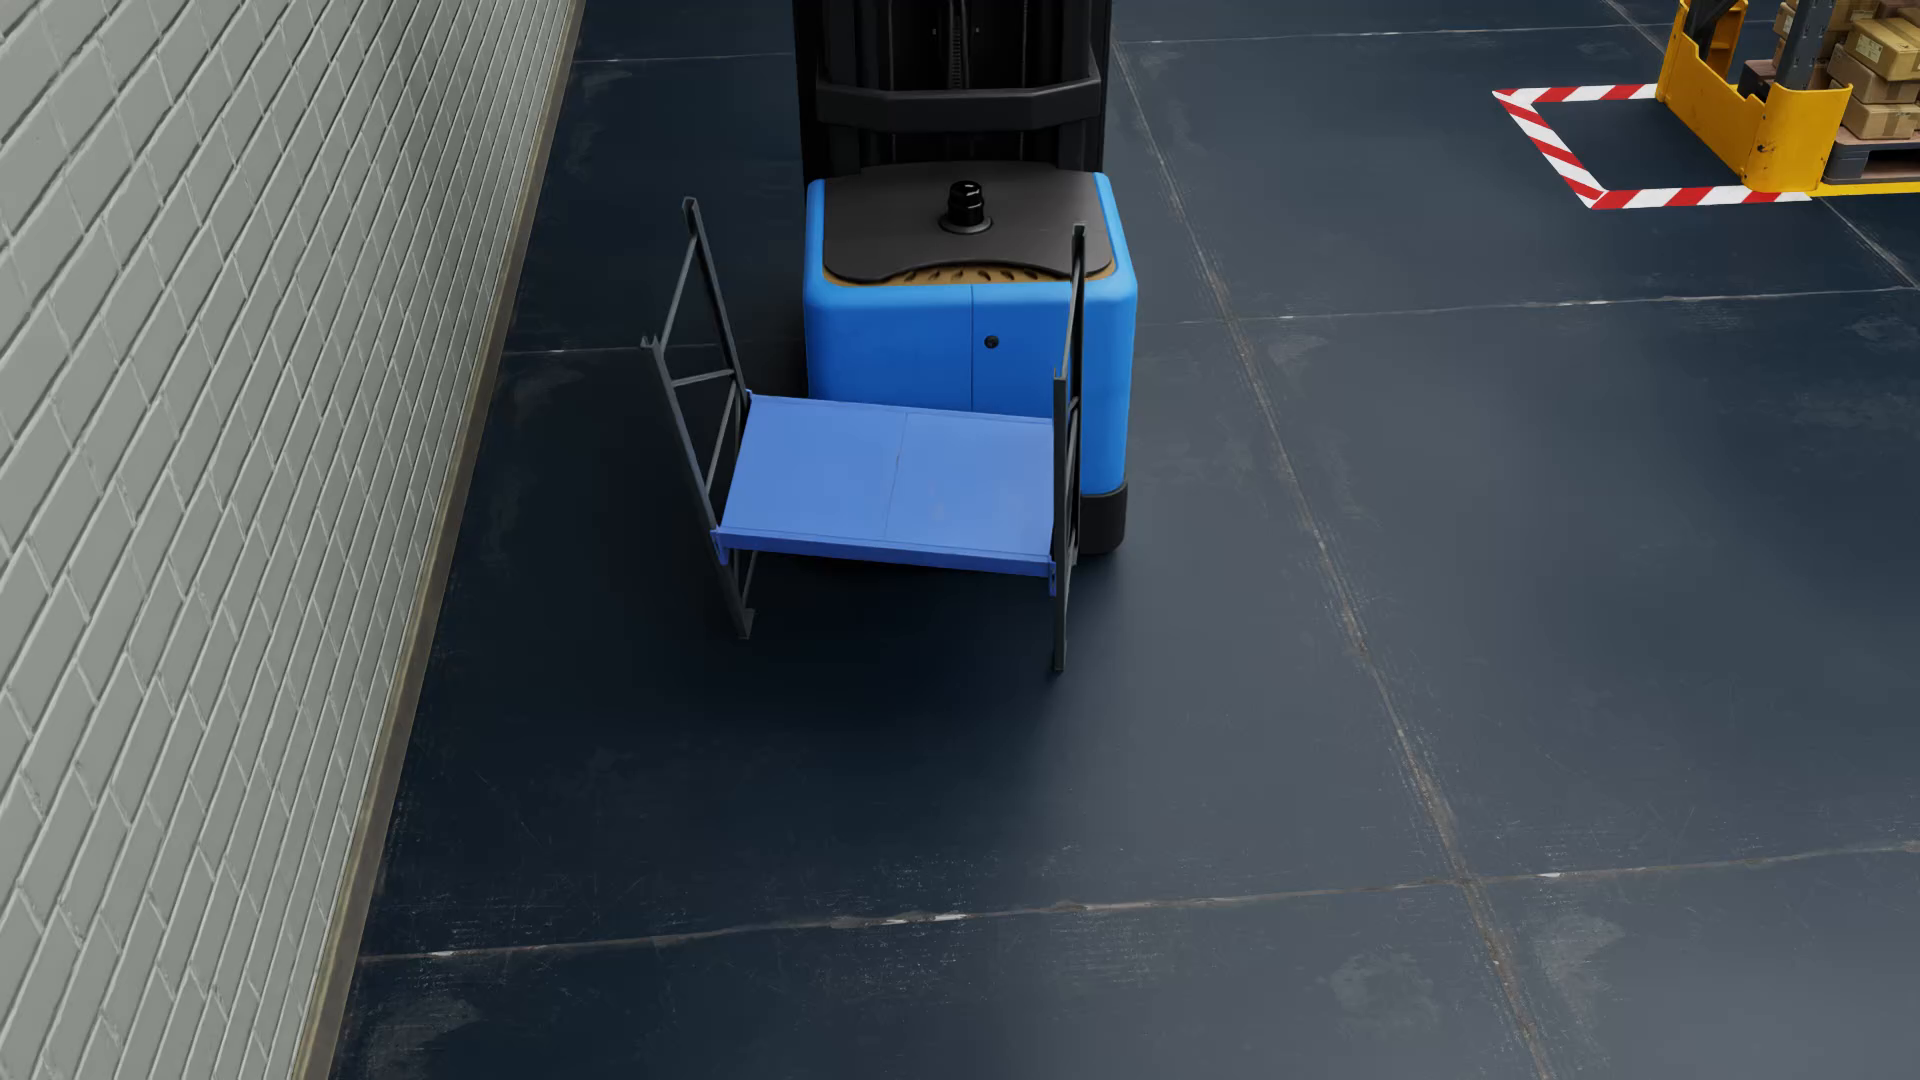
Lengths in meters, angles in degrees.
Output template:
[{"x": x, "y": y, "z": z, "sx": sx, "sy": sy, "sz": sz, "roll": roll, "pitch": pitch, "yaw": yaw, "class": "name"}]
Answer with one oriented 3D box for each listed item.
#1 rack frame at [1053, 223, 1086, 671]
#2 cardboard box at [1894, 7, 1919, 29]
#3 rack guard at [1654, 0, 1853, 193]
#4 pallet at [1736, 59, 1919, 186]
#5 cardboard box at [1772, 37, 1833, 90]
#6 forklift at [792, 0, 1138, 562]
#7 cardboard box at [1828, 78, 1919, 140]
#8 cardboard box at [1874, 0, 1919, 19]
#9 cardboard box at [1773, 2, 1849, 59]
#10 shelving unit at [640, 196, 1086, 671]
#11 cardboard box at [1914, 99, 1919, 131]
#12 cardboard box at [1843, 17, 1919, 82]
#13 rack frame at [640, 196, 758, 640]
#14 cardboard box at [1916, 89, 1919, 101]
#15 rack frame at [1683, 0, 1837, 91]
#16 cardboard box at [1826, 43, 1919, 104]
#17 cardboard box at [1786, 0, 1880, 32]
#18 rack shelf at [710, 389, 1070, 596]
[{"x": 0.308, "y": -0.196, "z": 4.723, "sx": 0.032, "sy": 1.500, "sz": 0.500, "roll": 5, "pitch": 59, "yaw": 7, "class": "rack frame"}, {"x": 4.586, "y": -2.359, "z": 7.800, "sx": 0.250, "sy": 0.149, "sz": 0.380, "roll": -2, "pitch": 38, "yaw": -3, "class": "cardboard box"}, {"x": 3.845, "y": -2.194, "z": 8.127, "sx": 0.348, "sy": 0.500, "sz": 1.175, "roll": -3, "pitch": 38, "yaw": -4, "class": "rack guard"}, {"x": 4.658, "y": -2.103, "z": 8.245, "sx": 1.213, "sy": 0.211, "sz": 1.003, "roll": -3, "pitch": 38, "yaw": -4, "class": "pallet"}, {"x": 4.276, "y": -2.374, "z": 8.300, "sx": 0.250, "sy": 0.149, "sz": 0.380, "roll": -3, "pitch": 38, "yaw": -3, "class": "cardboard box"}, {"x": -0.040, "y": -1.971, "z": 5.881, "sx": 1.130, "sy": 2.935, "sz": 3.031, "roll": -2, "pitch": 38, "yaw": -2, "class": "forklift"}, {"x": 4.320, "y": -2.048, "z": 7.886, "sx": 0.250, "sy": 0.149, "sz": 0.380, "roll": -2, "pitch": 38, "yaw": -3, "class": "cardboard box"}, {"x": 4.530, "y": -2.614, "z": 8.123, "sx": 0.250, "sy": 0.149, "sz": 0.380, "roll": -2, "pitch": 38, "yaw": -3, "class": "cardboard box"}, {"x": 4.270, "y": -2.538, "z": 8.268, "sx": 0.250, "sy": 0.149, "sz": 0.380, "roll": -4, "pitch": 38, "yaw": -5, "class": "cardboard box"}, {"x": -0.195, "y": -0.242, "z": 4.780, "sx": 1.048, "sy": 1.500, "sz": 0.538, "roll": 5, "pitch": 59, "yaw": 7, "class": "shelving unit"}, {"x": 4.573, "y": -2.113, "z": 7.968, "sx": 0.250, "sy": 0.149, "sz": 0.380, "roll": -3, "pitch": 38, "yaw": -4, "class": "cardboard box"}, {"x": 4.322, "y": -2.269, "z": 7.687, "sx": 0.250, "sy": 0.149, "sz": 0.380, "roll": -5, "pitch": 39, "yaw": -6, "class": "cardboard box"}, {"x": -0.698, "y": -0.287, "z": 4.838, "sx": 0.032, "sy": 1.500, "sz": 0.500, "roll": 5, "pitch": 59, "yaw": 7, "class": "rack frame"}, {"x": 4.592, "y": -2.184, "z": 7.819, "sx": 0.250, "sy": 0.149, "sz": 0.380, "roll": -3, "pitch": 38, "yaw": -4, "class": "cardboard box"}, {"x": 3.770, "y": -3.171, "z": 7.347, "sx": 0.127, "sy": 3.000, "sz": 1.000, "roll": -3, "pitch": 38, "yaw": -4, "class": "rack frame"}, {"x": 4.314, "y": -2.204, "z": 7.844, "sx": 0.250, "sy": 0.149, "sz": 0.380, "roll": -2, "pitch": 38, "yaw": -2, "class": "cardboard box"}, {"x": 4.275, "y": -2.635, "z": 8.151, "sx": 0.250, "sy": 0.149, "sz": 0.380, "roll": -3, "pitch": 38, "yaw": -3, "class": "cardboard box"}, {"x": -0.186, "y": -0.147, "z": 4.933, "sx": 1.000, "sy": 0.185, "sz": 0.538, "roll": 5, "pitch": 59, "yaw": 7, "class": "rack shelf"}]
